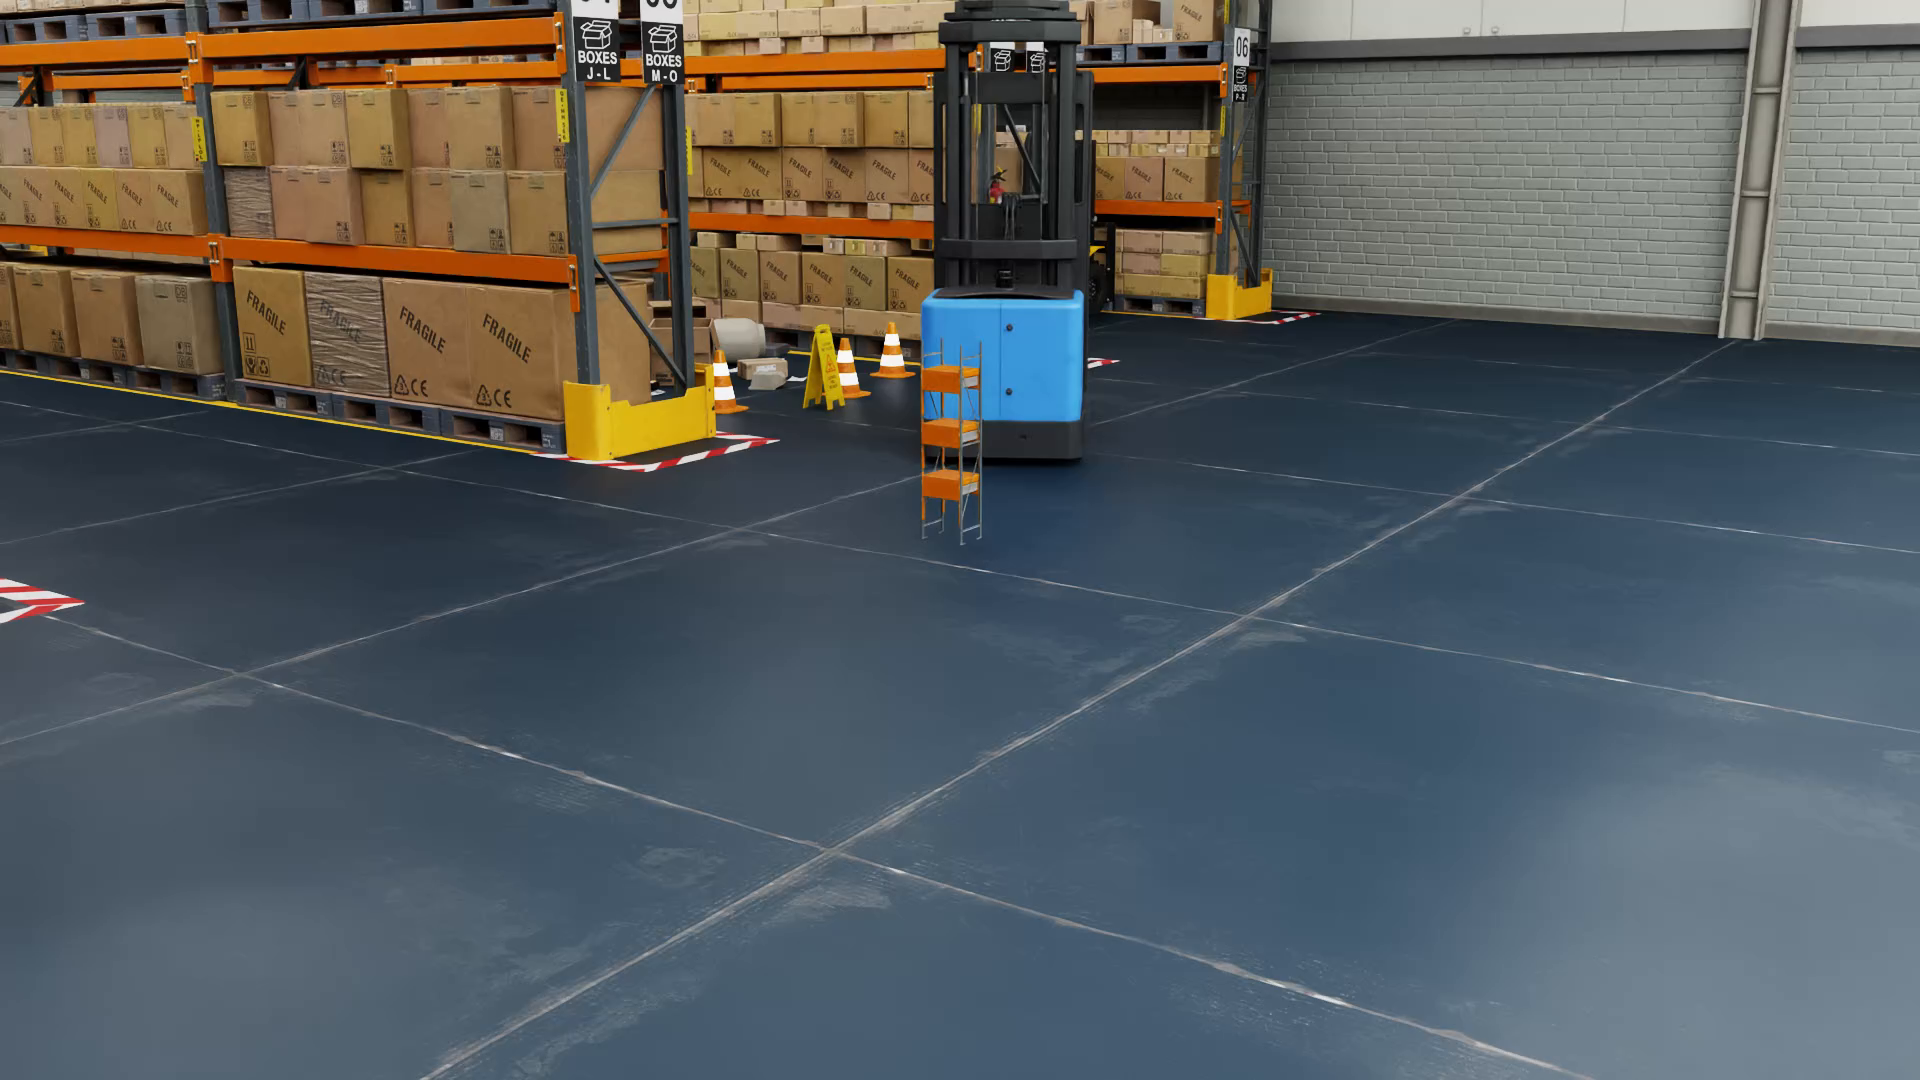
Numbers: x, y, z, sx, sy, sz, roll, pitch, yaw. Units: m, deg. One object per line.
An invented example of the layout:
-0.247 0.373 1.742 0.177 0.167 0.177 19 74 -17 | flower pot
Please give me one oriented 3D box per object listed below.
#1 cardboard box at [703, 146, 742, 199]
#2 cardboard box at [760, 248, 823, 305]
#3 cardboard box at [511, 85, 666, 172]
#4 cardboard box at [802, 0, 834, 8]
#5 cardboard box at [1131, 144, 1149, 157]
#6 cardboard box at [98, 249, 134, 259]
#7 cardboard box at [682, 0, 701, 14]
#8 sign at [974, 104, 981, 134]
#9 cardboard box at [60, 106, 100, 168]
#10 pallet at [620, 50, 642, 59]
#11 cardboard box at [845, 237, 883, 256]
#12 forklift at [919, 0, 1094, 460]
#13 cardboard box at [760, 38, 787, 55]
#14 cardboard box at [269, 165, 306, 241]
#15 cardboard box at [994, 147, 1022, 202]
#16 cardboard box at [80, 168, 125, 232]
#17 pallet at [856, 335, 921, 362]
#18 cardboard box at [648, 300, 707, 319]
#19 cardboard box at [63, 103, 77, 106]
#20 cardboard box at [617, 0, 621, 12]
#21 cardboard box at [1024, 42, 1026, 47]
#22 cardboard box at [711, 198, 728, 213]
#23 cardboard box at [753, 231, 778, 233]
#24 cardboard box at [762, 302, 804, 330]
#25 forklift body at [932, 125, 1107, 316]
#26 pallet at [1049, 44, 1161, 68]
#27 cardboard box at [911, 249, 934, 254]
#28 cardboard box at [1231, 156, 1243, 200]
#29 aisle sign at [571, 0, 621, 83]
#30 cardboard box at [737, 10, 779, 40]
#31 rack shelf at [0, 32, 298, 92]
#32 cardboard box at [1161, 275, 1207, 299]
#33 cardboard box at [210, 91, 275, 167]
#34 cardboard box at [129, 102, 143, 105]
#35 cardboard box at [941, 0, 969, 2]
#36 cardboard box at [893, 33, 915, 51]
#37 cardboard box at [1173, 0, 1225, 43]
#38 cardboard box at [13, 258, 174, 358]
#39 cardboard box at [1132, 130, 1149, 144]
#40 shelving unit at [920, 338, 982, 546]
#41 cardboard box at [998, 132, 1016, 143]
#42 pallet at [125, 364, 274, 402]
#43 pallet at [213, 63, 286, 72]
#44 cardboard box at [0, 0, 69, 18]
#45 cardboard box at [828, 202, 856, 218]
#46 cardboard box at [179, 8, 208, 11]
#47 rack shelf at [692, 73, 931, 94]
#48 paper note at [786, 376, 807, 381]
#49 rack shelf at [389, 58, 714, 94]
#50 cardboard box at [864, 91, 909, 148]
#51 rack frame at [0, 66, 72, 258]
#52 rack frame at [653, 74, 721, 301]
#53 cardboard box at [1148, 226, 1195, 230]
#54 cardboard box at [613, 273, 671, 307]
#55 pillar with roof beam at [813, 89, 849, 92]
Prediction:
-2.197 -3.664 16.553 0.500 0.500 0.500 9 17 33 | cardboard box
-1.618 -2.609 16.407 0.500 0.500 0.500 10 17 36 | cardboard box
-2.482 -2.765 11.193 0.550 0.550 0.875 9 17 33 | cardboard box
-1.254 -5.018 15.473 0.250 0.149 0.380 10 17 34 | cardboard box
2.197 -4.567 19.470 0.250 0.149 0.380 9 17 32 | cardboard box
-11.426 -4.028 23.309 0.875 0.438 0.875 10 17 34 | cardboard box
-2.525 -5.233 16.340 0.250 0.149 0.380 10 17 34 | cardboard box
0.156 -3.719 14.537 0.005 0.325 0.100 9 17 33 | sign
-7.196 -3.451 14.233 0.500 0.500 0.700 9 17 32 | cardboard box
-3.289 -5.117 17.399 1.003 0.211 1.213 9 17 33 | pallet
-0.877 -2.785 15.769 0.250 0.149 0.380 10 17 34 | cardboard box
0.382 -2.240 11.772 1.130 2.935 3.031 1 14 5 | forklift
-1.694 -4.701 15.851 0.250 0.149 0.380 9 16 32 | cardboard box
-4.733 -2.604 12.787 0.550 0.550 0.875 9 17 33 | cardboard box
0.244 -3.423 15.582 0.500 0.500 0.500 9 16 32 | cardboard box
-6.936 -2.848 13.878 0.500 0.500 0.500 9 17 33 | cardboard box
-0.235 -1.884 15.995 1.213 0.211 1.003 9 17 33 | pallet
-2.707 -2.021 15.941 0.500 0.500 0.500 -4 14 -16 | cardboard box
-12.016 -5.893 22.747 0.250 0.149 0.380 9 16 31 | cardboard box
-3.389 -5.530 17.075 0.500 0.250 0.500 10 17 34 | cardboard box
0.771 -6.001 20.020 0.250 0.149 0.380 10 17 34 | cardboard box
-2.278 -3.367 16.704 0.250 0.149 0.380 9 17 33 | cardboard box
-2.332 -4.053 23.022 0.625 0.625 0.875 10 17 35 | cardboard box
-1.607 -2.244 16.494 0.500 0.250 0.500 9 16 32 | cardboard box
0.658 -3.580 18.810 1.214 2.155 2.313 9 17 33 | forklift body
1.661 -5.778 19.864 1.213 0.211 1.003 9 17 33 | pallet
-0.489 -2.580 16.292 0.500 0.500 0.500 8 16 31 | cardboard box
2.994 -4.272 19.630 0.500 0.500 0.500 10 17 35 | cardboard box
-2.305 -3.304 10.516 0.004 0.787 0.394 9 17 33 | aisle sign
-1.783 -4.925 15.926 0.500 0.250 0.500 9 17 33 | cardboard box
-7.175 -4.022 14.085 4.000 0.370 1.077 9 17 33 | rack shelf
2.684 -2.971 19.430 0.500 0.250 0.500 9 17 33 | cardboard box
-5.228 -3.188 12.900 0.550 0.550 0.875 9 17 33 | cardboard box
-10.715 -5.697 21.954 0.250 0.149 0.380 9 17 32 | cardboard box
0.037 -4.819 14.669 0.250 0.149 0.380 9 17 33 | cardboard box
-0.396 -4.507 15.068 0.250 0.149 0.380 10 17 34 | cardboard box
2.746 -5.869 18.759 0.500 0.500 0.500 10 17 35 | cardboard box
-7.652 -2.079 14.789 0.750 0.750 1.050 9 17 34 | cardboard box
2.216 -4.720 19.472 0.250 0.149 0.380 9 17 33 | cardboard box
-0.044 -0.517 8.726 0.252 1.050 0.215 9 17 33 | shelving unit
0.670 -4.939 20.358 0.250 0.149 0.380 10 17 34 | cardboard box
-6.198 -1.382 13.968 1.213 0.211 1.003 9 17 33 | pallet
-8.686 -5.971 20.857 1.217 0.209 0.805 8 16 31 | pallet
-7.941 -4.611 14.197 0.500 0.250 0.500 10 17 34 | cardboard box
-1.047 -3.155 15.847 0.250 0.149 0.380 9 17 32 | cardboard box
-6.237 -4.422 13.644 0.380 0.149 0.250 9 17 33 | cardboard box
-1.729 -6.013 22.127 4.000 0.370 1.077 9 17 33 | rack shelf
-1.413 -1.400 14.416 0.142 0.019 0.148 3 14 14 | paper note
-4.496 -5.023 18.127 4.000 0.370 1.077 9 17 33 | rack shelf
-0.479 -3.884 15.363 0.500 0.500 0.700 9 17 33 | cardboard box
-8.834 -3.184 15.442 0.127 3.000 1.000 9 17 33 | rack frame
-2.836 -3.648 17.317 0.127 3.000 1.000 9 17 33 | rack frame
2.540 -3.625 19.991 0.500 0.250 0.500 9 17 33 | cardboard box
-3.273 -2.646 17.864 0.625 0.372 0.950 9 17 34 | cardboard box
-4.206 -7.233 19.315 0.400 9.000 9.100 9 17 33 | pillar with roof beam
